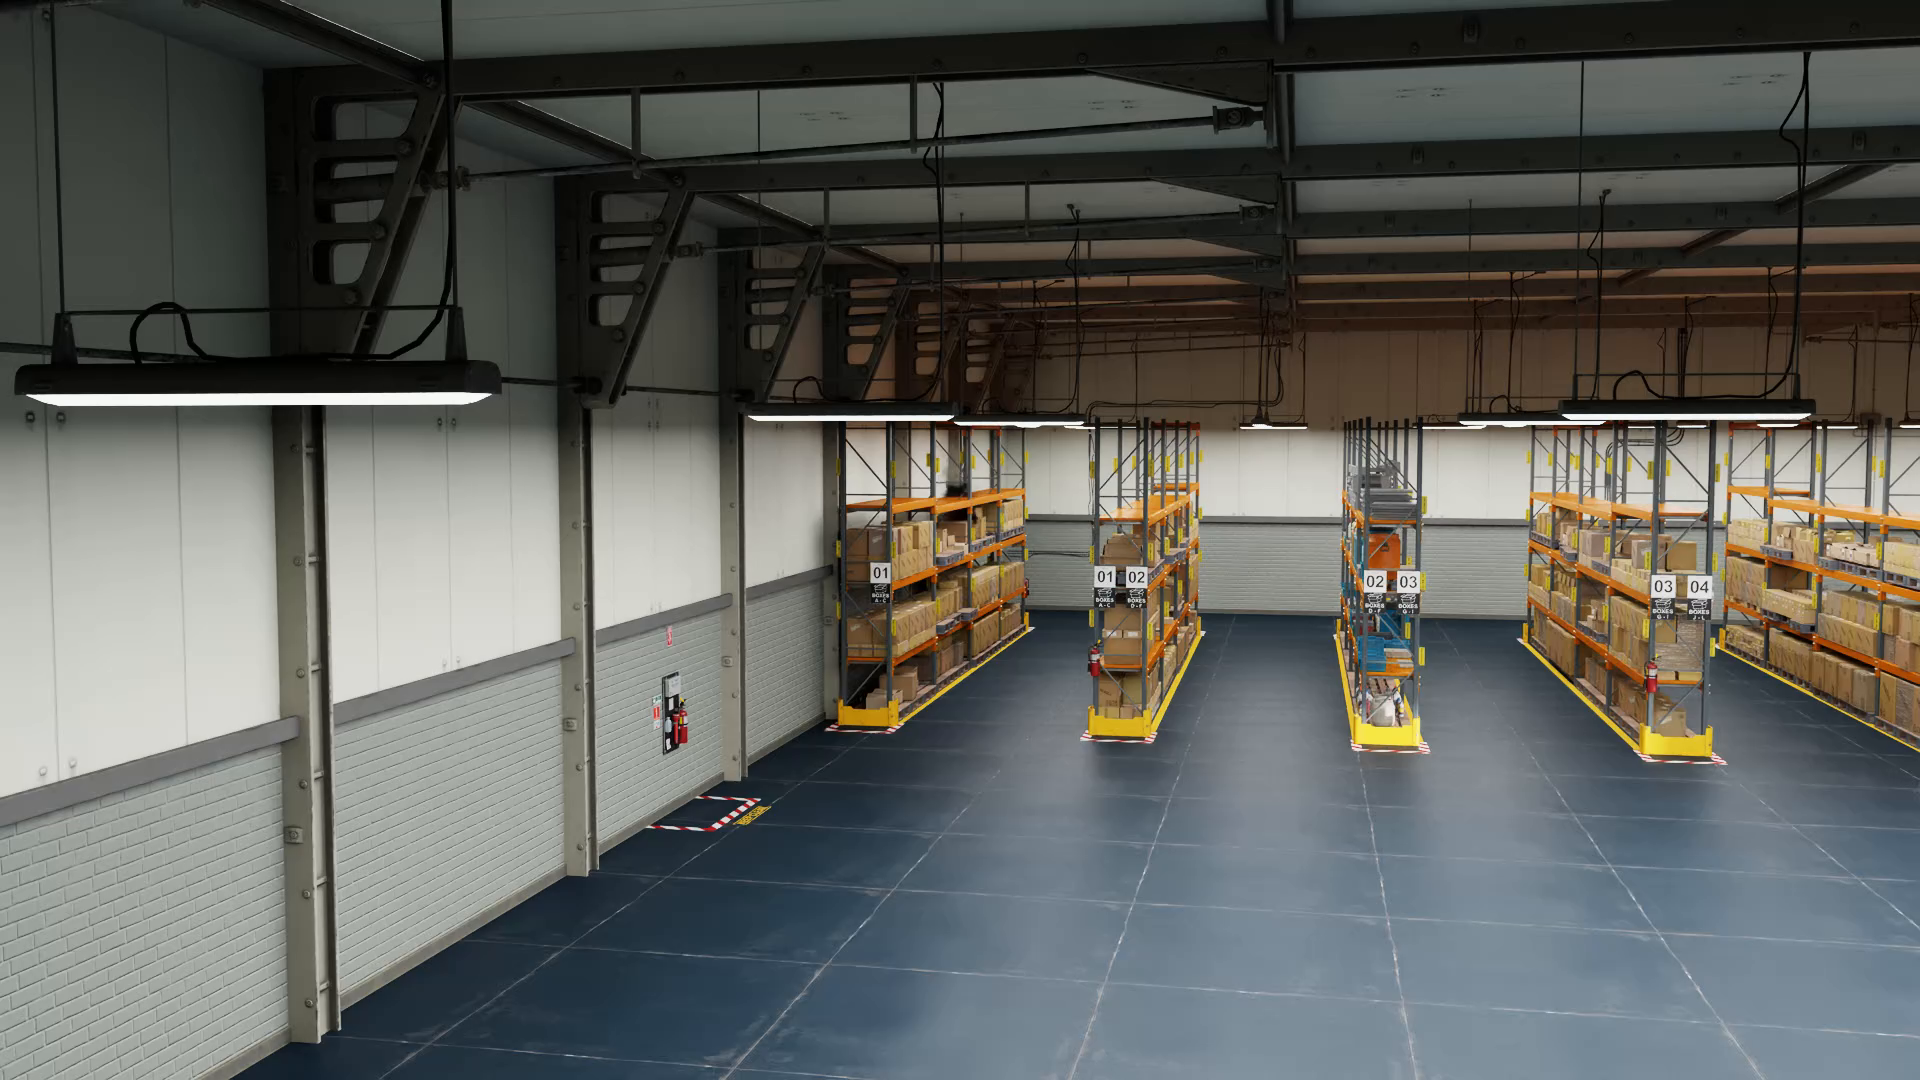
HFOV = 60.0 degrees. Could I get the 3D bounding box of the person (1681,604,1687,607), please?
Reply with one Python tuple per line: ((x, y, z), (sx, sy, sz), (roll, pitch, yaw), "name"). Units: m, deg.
((18.869, 2.077, 43.905), (0.715, 1.605, 0.642), (3, 5, 38), "person")
